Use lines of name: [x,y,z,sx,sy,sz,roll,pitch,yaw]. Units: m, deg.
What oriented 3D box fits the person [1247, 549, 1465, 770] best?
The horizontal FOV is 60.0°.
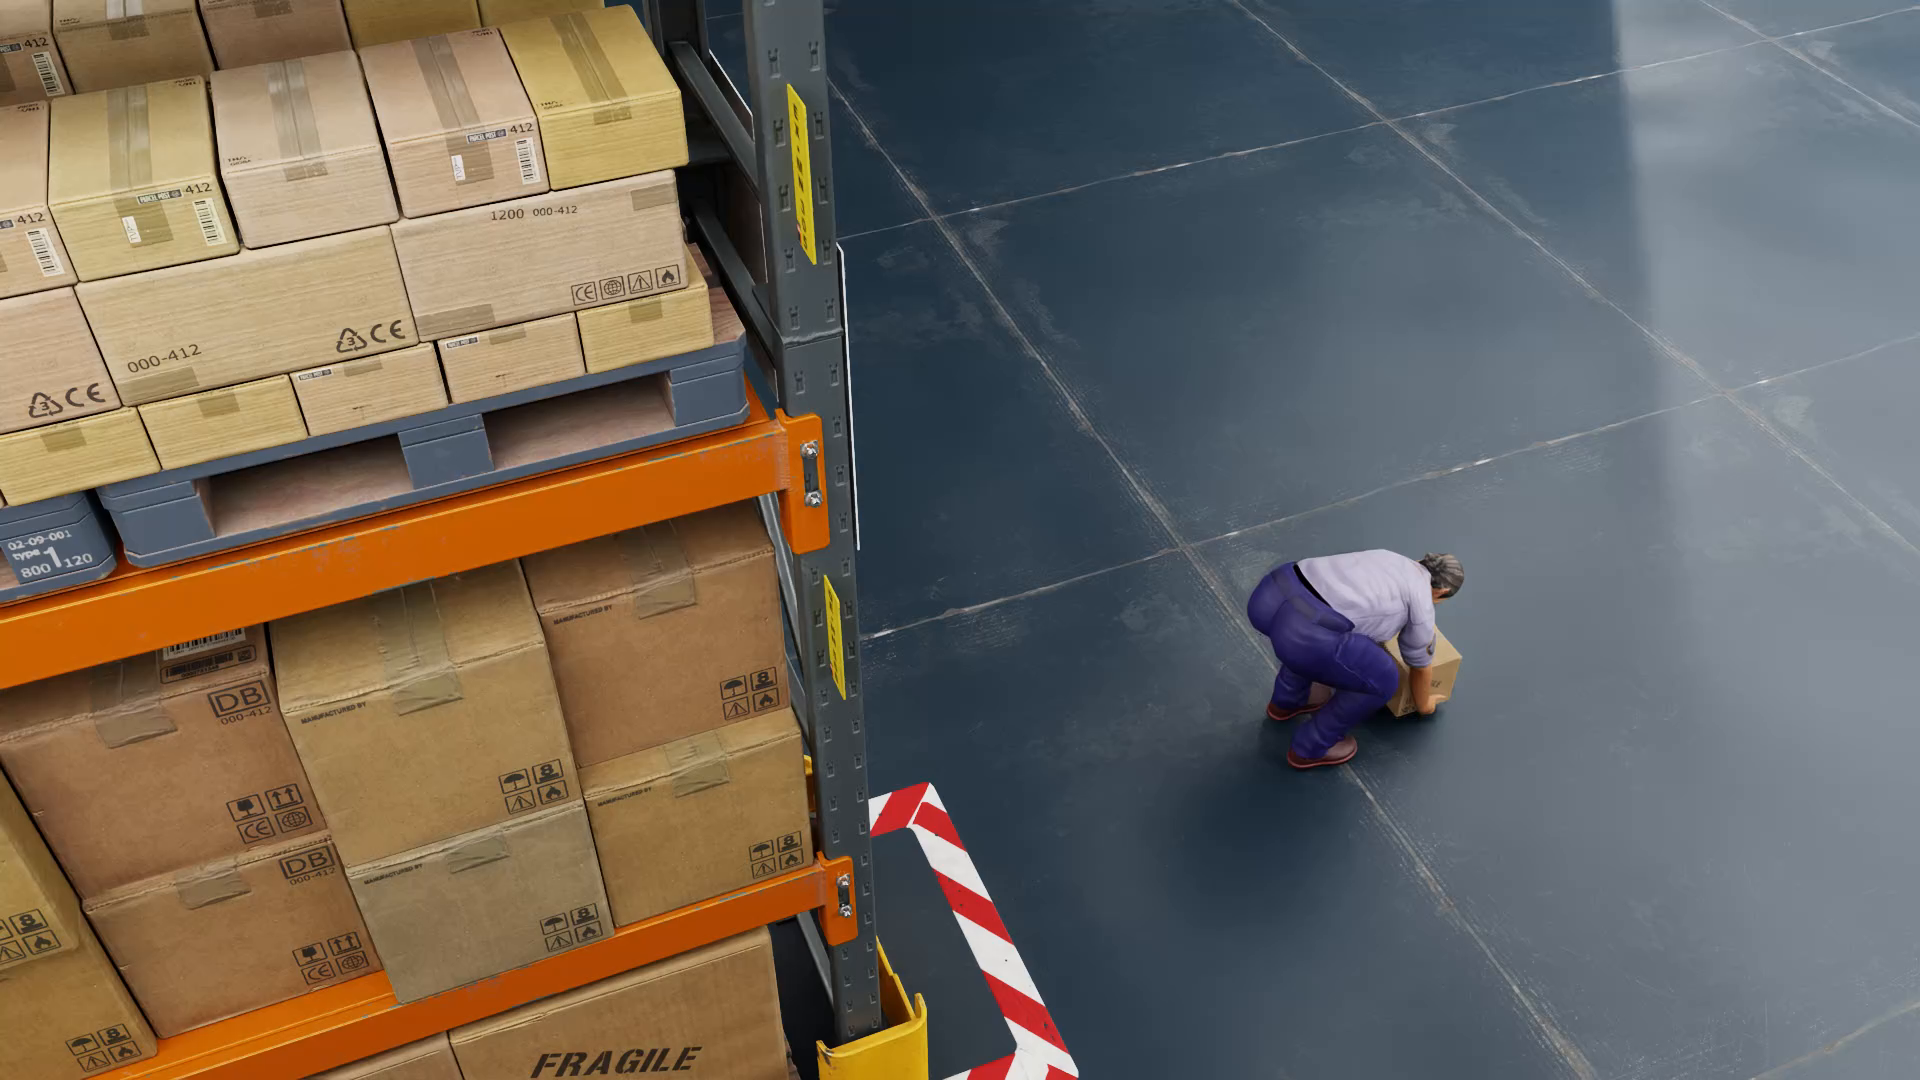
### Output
person: [1.499,0.391,6.311,0.898,0.881,0.502,-17,45,-18]
